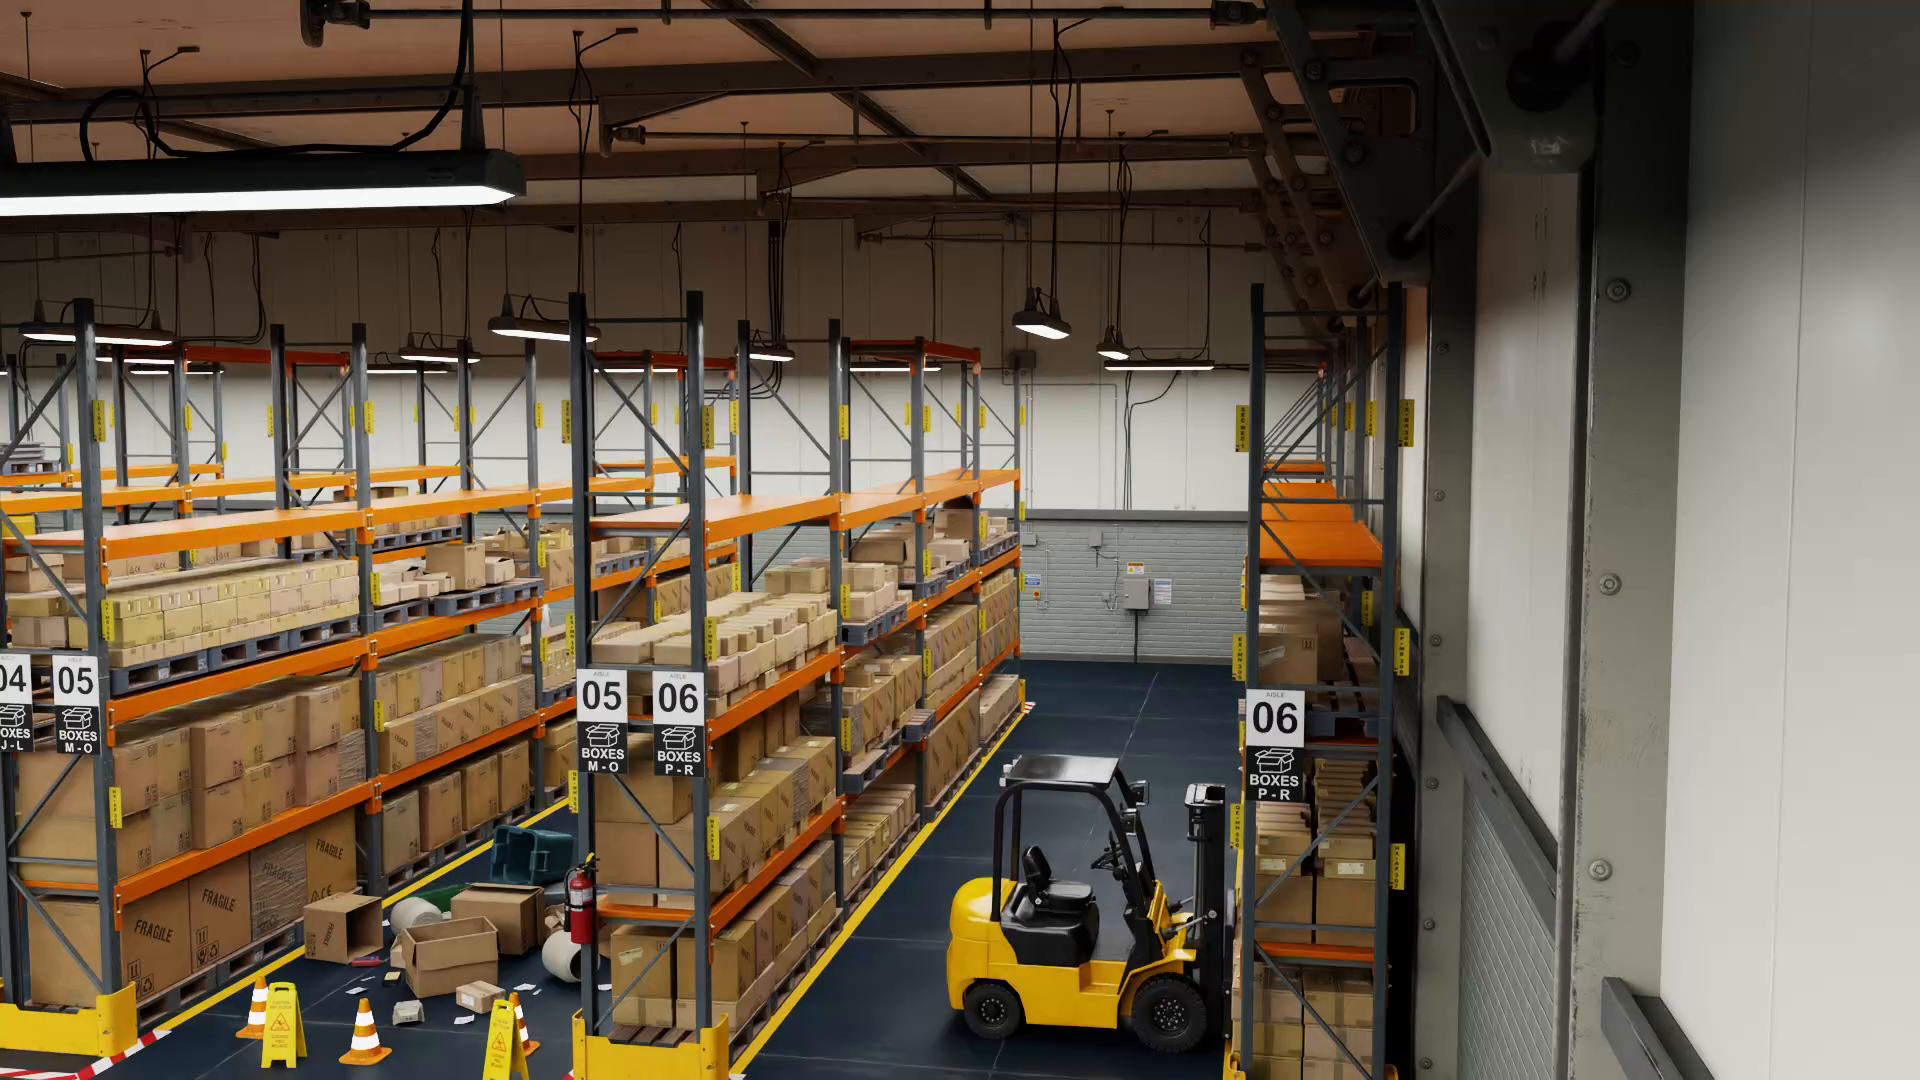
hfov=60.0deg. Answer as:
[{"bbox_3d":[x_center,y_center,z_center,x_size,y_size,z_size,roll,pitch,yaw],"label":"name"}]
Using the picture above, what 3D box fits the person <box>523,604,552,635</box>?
[{"bbox_3d":[-7.856,1.793,30.913,0.498,1.727,1.044,0,5,-2],"label":"person"}]
